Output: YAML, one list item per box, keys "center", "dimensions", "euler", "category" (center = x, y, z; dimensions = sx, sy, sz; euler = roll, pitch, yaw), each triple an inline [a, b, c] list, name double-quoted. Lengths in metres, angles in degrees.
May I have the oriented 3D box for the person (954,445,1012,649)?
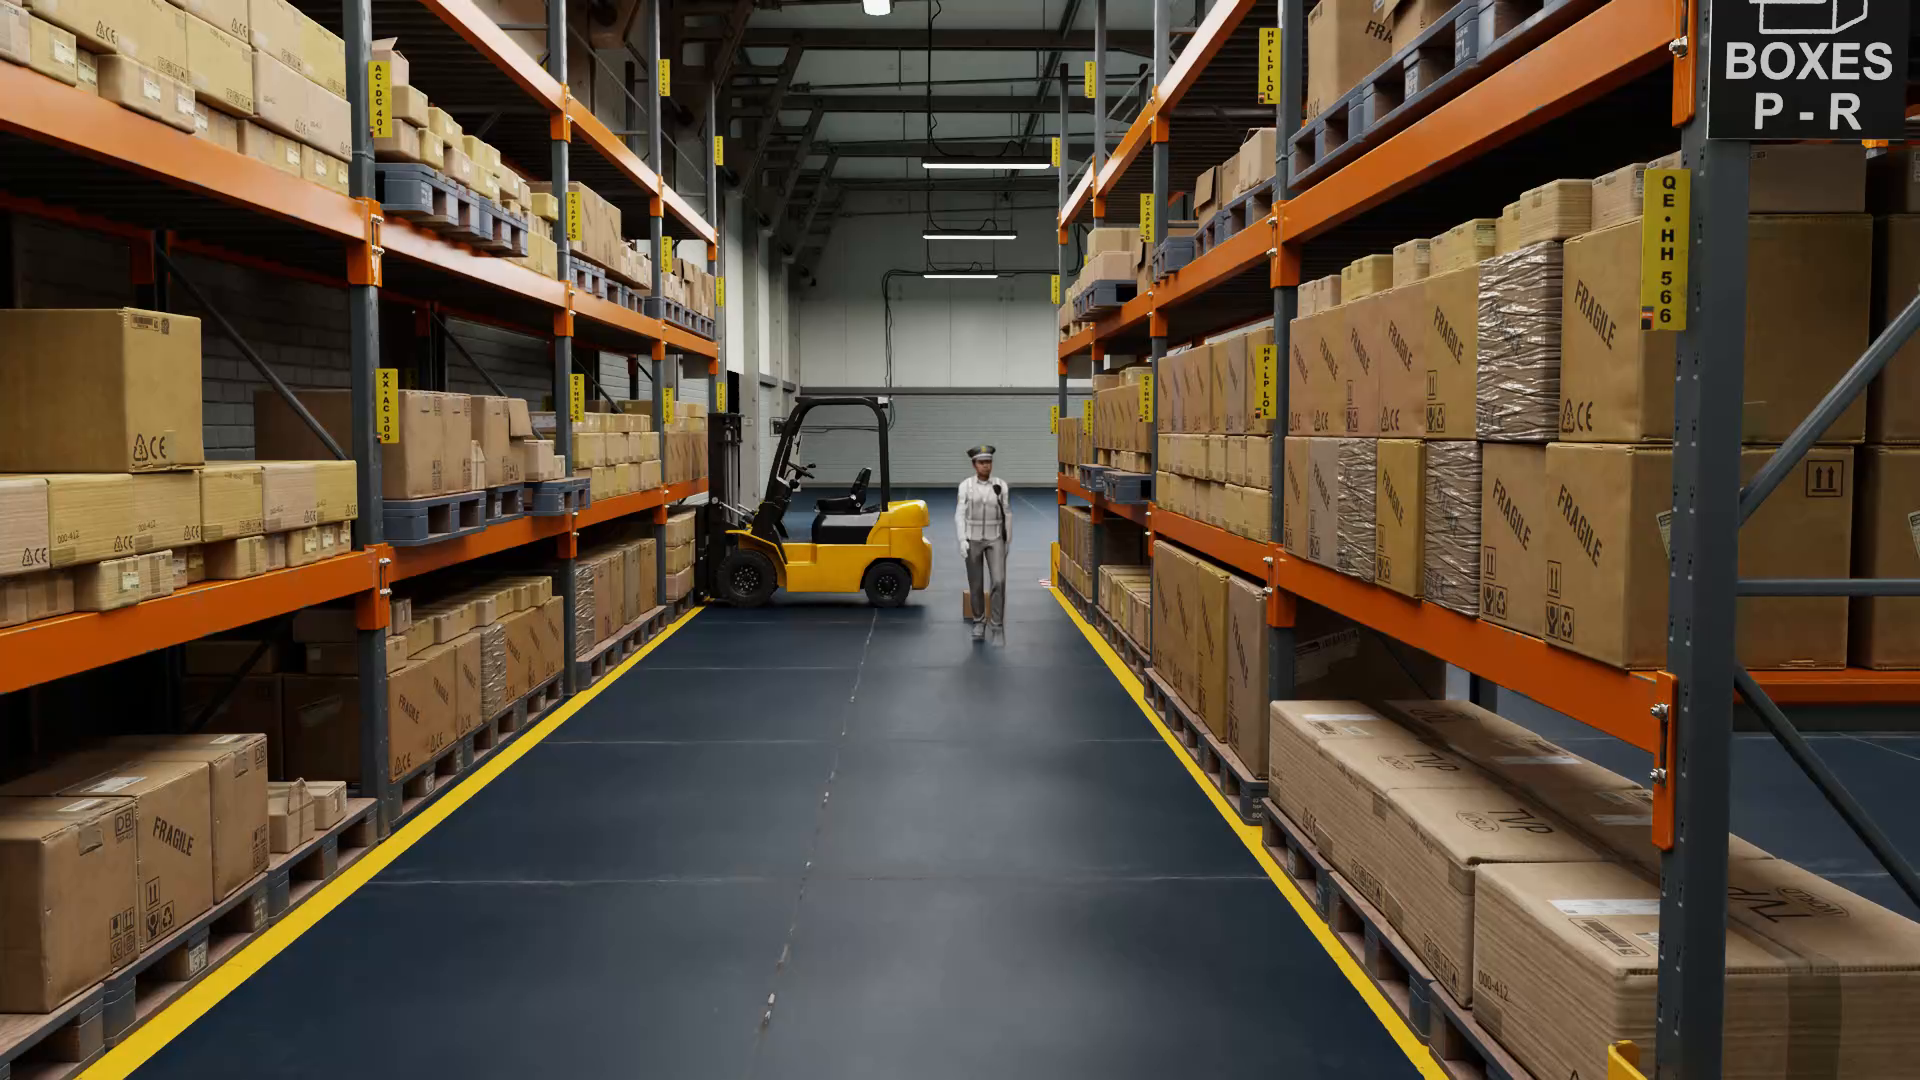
- center: [0.201, 0.050, 14.180]
  dimensions: [0.500, 1.722, 0.724]
  euler: [0, 4, -1]
  category: "person"
